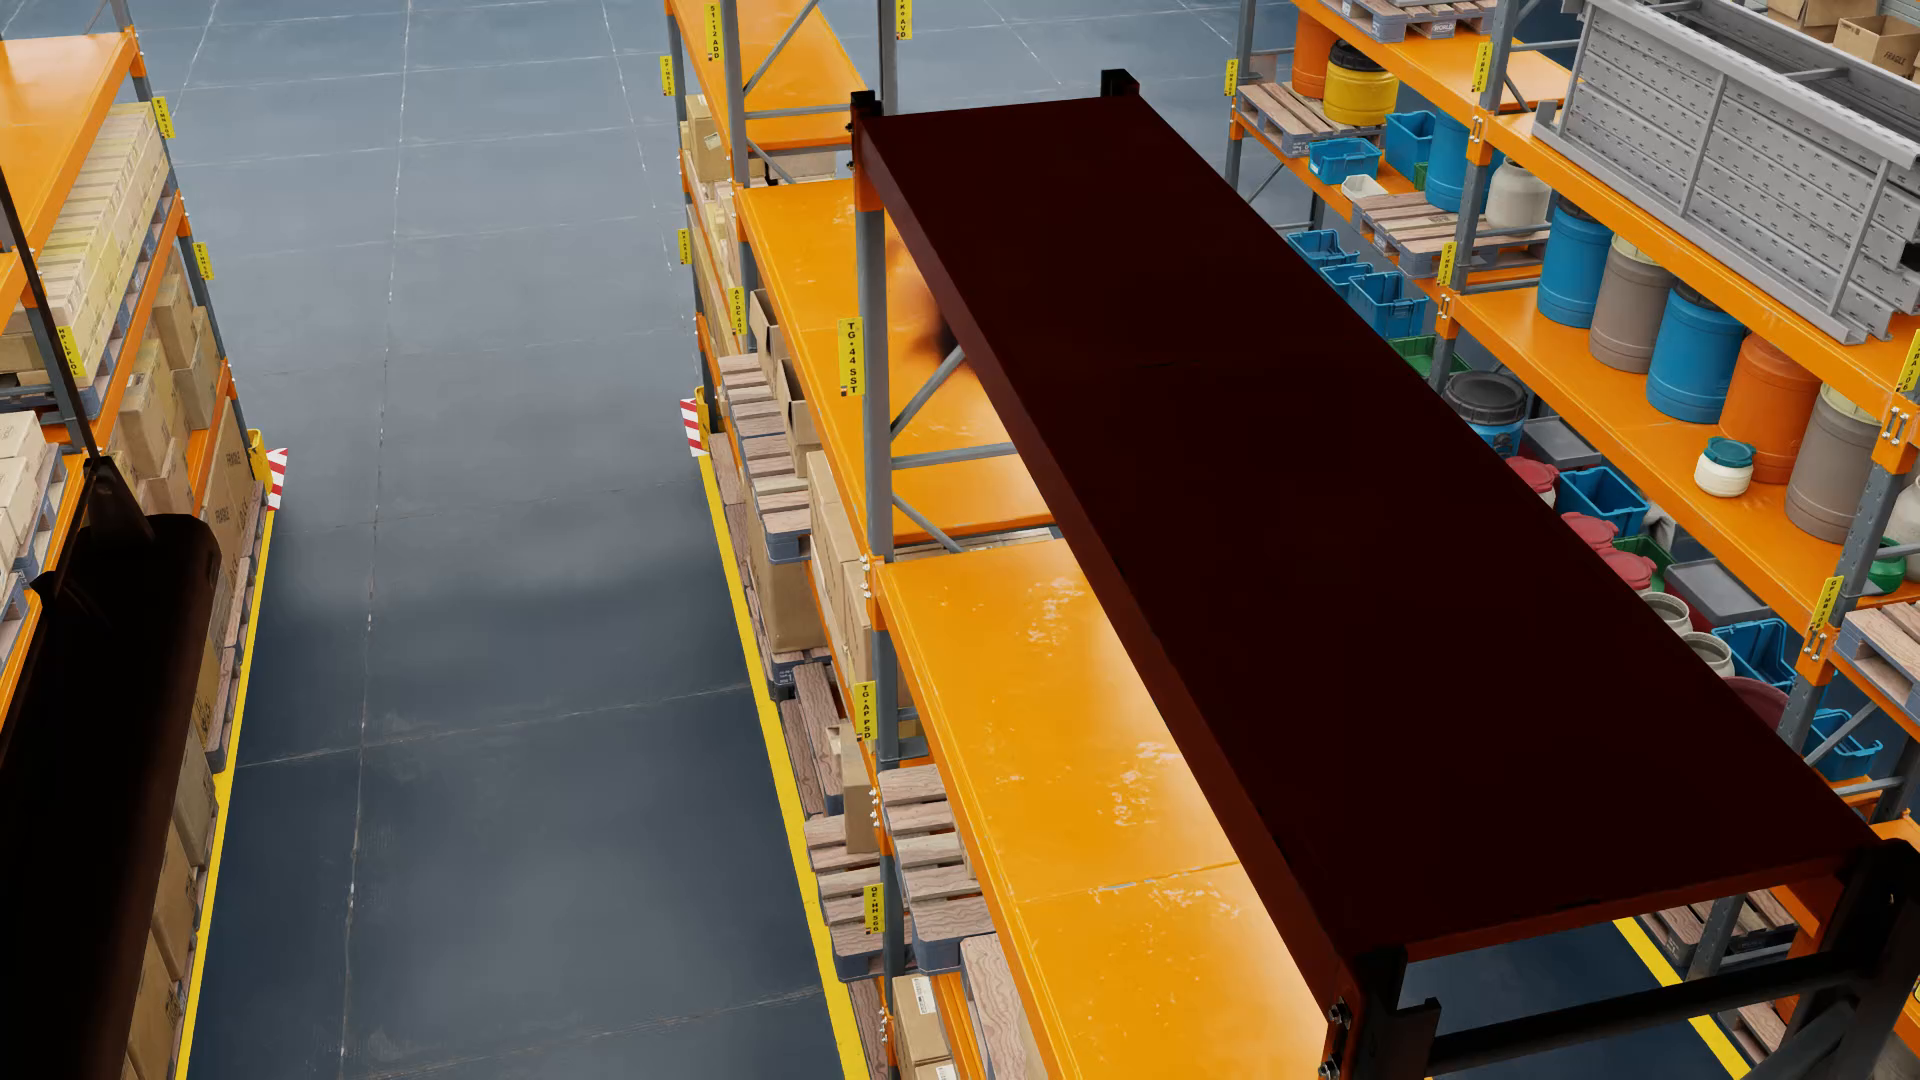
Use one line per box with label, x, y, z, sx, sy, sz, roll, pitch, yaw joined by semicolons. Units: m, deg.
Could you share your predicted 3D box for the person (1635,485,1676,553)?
person;5.382;-0.190;12.904;0.495;1.617;0.945;-3;35;-5
